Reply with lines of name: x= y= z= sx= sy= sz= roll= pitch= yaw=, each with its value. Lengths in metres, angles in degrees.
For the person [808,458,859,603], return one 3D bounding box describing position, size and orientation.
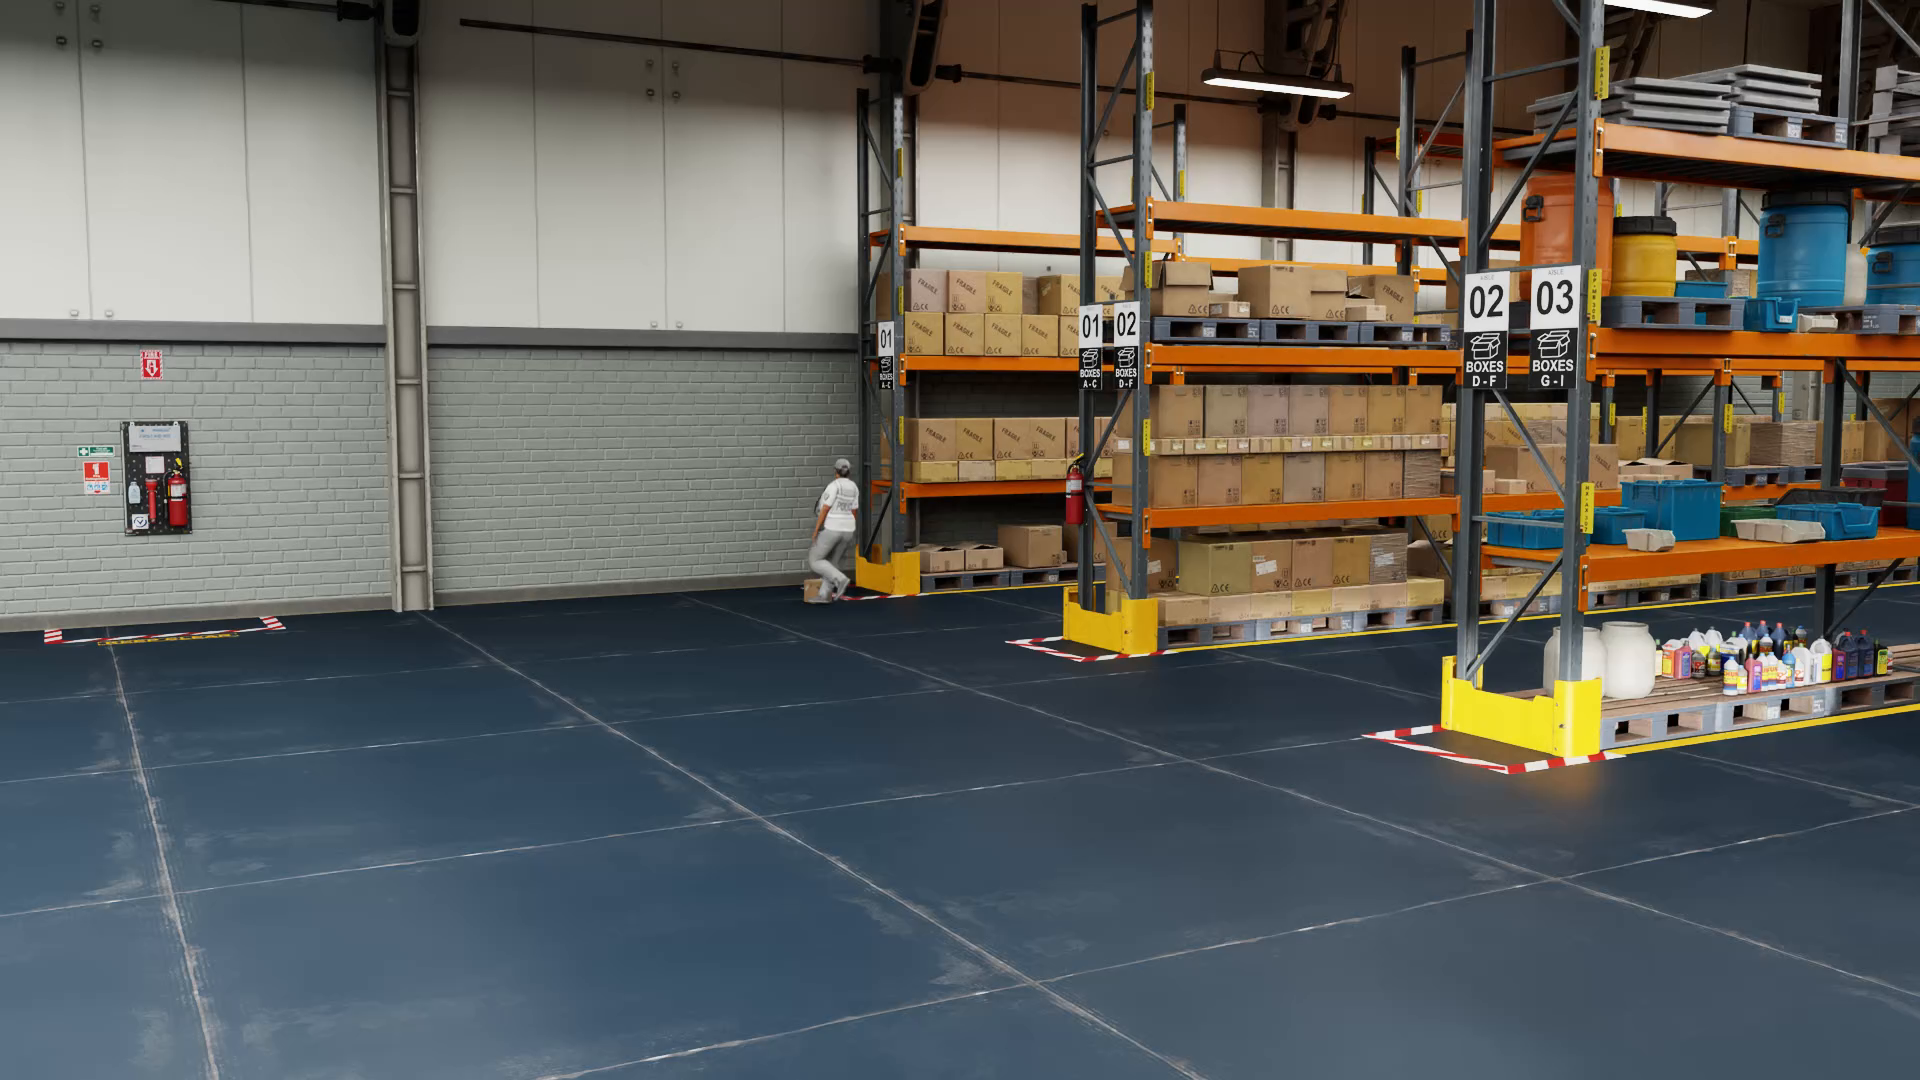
person: x=-1.445 y=-0.091 z=18.519 sx=0.720 sy=1.638 sz=0.551 roll=4 pitch=7 yaw=40
